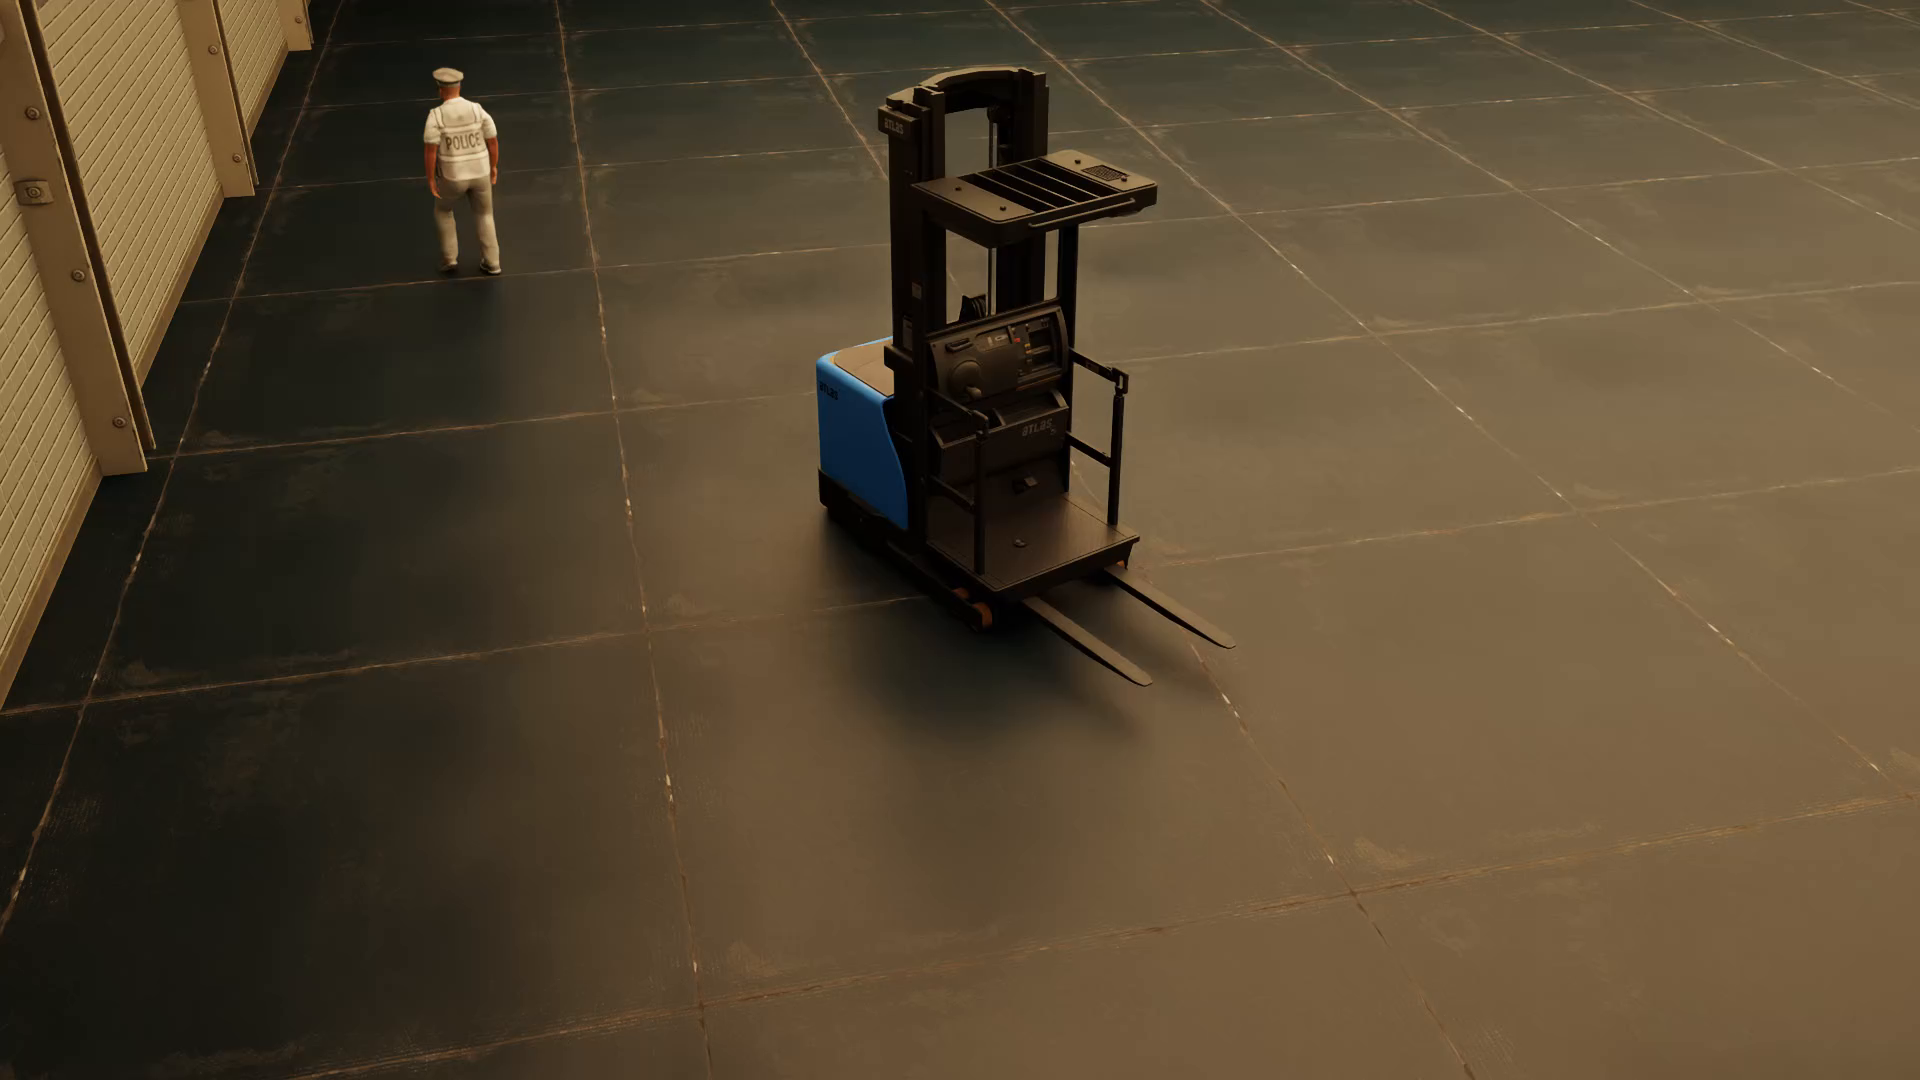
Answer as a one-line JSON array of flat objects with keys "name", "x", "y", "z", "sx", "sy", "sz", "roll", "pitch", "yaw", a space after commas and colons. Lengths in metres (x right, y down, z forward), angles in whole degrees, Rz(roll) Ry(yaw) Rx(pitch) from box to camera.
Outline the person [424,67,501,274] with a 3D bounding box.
[{"name": "person", "x": -4.254, "y": -3.110, "z": 14.220, "sx": 0.636, "sy": 1.816, "sz": 0.535, "roll": -16, "pitch": 34, "yaw": -26}]

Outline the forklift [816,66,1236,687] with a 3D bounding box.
[{"name": "forklift", "x": 0.355, "y": -1.021, "z": 9.338, "sx": 1.130, "sy": 2.935, "sz": 3.031, "roll": -20, "pitch": 35, "yaw": -30}]
